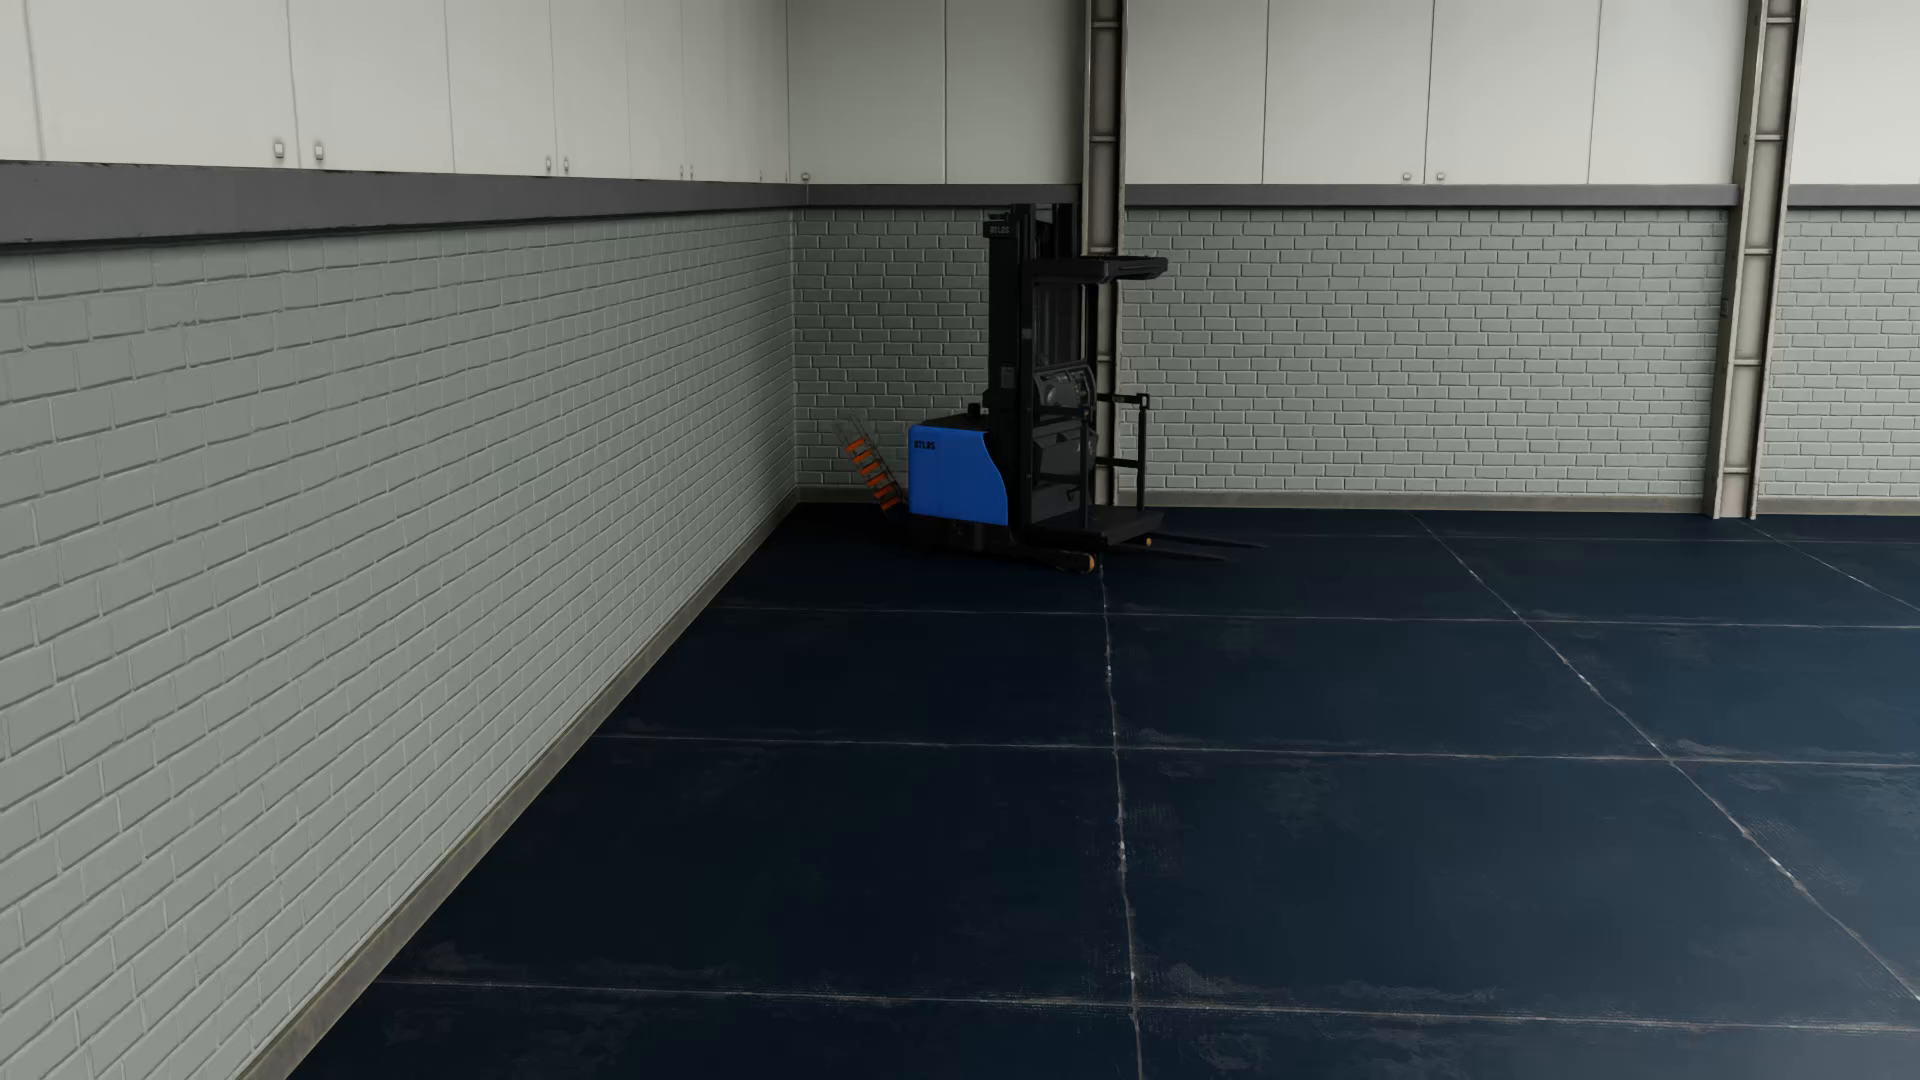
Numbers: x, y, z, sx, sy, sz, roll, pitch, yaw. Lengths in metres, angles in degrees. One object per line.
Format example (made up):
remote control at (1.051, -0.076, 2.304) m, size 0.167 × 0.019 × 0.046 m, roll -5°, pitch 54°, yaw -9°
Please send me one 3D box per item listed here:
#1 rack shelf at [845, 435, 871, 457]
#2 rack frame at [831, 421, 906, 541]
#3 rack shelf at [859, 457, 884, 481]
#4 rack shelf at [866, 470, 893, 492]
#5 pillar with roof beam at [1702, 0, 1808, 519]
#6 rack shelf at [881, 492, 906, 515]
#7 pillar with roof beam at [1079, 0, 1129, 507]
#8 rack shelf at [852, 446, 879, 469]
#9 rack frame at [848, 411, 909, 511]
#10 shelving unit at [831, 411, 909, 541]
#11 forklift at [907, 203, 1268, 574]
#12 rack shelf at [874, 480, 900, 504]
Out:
rack shelf at (-0.895, -0.836, 14.702) m, size 0.180 × 0.103 × 0.258 m, roll -30°, pitch 7°, yaw 12°
rack frame at (-0.809, -0.524, 14.757) m, size 0.006 × 1.200 × 0.240 m, roll -30°, pitch 7°, yaw 12°
rack shelf at (-0.771, -0.633, 14.730) m, size 0.180 × 0.103 × 0.258 m, roll -30°, pitch 7°, yaw 12°
rack shelf at (-0.709, -0.531, 14.744) m, size 0.180 × 0.103 × 0.258 m, roll -30°, pitch 7°, yaw 12°
pillar with roof beam at (7.045, -3.755, 10.742) m, size 0.400 × 9.000 × 9.100 m, roll 1°, pitch 12°, yaw 4°
rack shelf at (-0.585, -0.328, 14.772) m, size 0.180 × 0.103 × 0.258 m, roll -30°, pitch 7°, yaw 12°
pillar with roof beam at (1.058, -3.837, 11.134) m, size 0.400 × 9.000 × 9.100 m, roll 1°, pitch 12°, yaw 4°
rack shelf at (-0.833, -0.735, 14.716) m, size 0.180 × 0.103 × 0.258 m, roll -30°, pitch 7°, yaw 12°
rack frame at (-0.654, -0.614, 14.720) m, size 0.006 × 1.200 × 0.240 m, roll -30°, pitch 7°, yaw 12°
shelving unit at (-0.732, -0.569, 14.738) m, size 0.189 × 1.200 × 0.258 m, roll -30°, pitch 7°, yaw 12°
forklift at (1.050, -1.284, 13.747) m, size 3.031 × 2.935 × 1.130 m, roll 8°, pitch 14°, yaw 33°
rack shelf at (-0.647, -0.429, 14.758) m, size 0.180 × 0.103 × 0.258 m, roll -30°, pitch 7°, yaw 12°
